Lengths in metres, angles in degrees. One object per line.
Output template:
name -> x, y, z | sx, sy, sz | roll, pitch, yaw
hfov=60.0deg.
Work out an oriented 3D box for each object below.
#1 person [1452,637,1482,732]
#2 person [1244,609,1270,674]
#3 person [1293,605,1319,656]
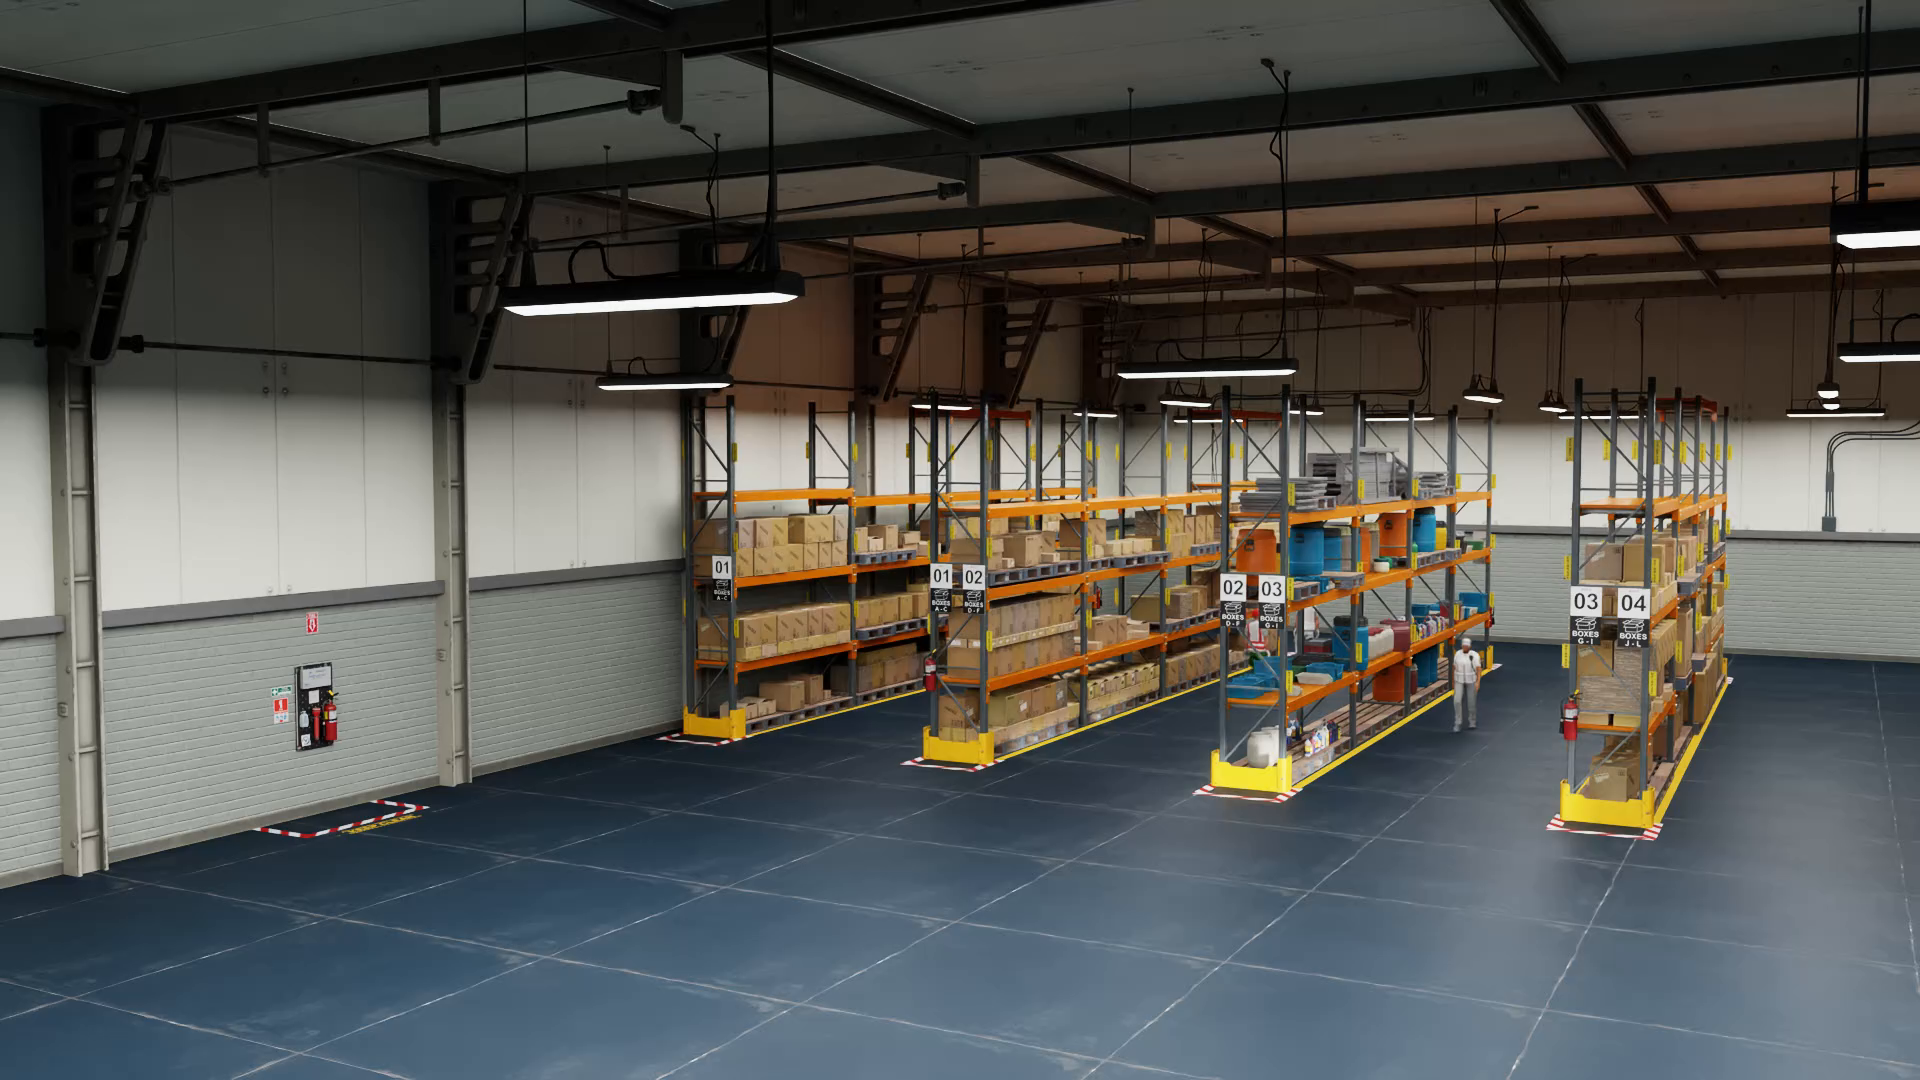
person -> 9.143, 2.600, 30.034 | 0.534, 1.685, 0.652 | 2, 3, 27
person -> 6.123, 2.309, 34.330 | 0.574, 1.788, 0.550 | 2, 4, 37
person -> 7.972, 2.093, 38.280 | 0.602, 1.791, 0.467 | 0, 3, 0
